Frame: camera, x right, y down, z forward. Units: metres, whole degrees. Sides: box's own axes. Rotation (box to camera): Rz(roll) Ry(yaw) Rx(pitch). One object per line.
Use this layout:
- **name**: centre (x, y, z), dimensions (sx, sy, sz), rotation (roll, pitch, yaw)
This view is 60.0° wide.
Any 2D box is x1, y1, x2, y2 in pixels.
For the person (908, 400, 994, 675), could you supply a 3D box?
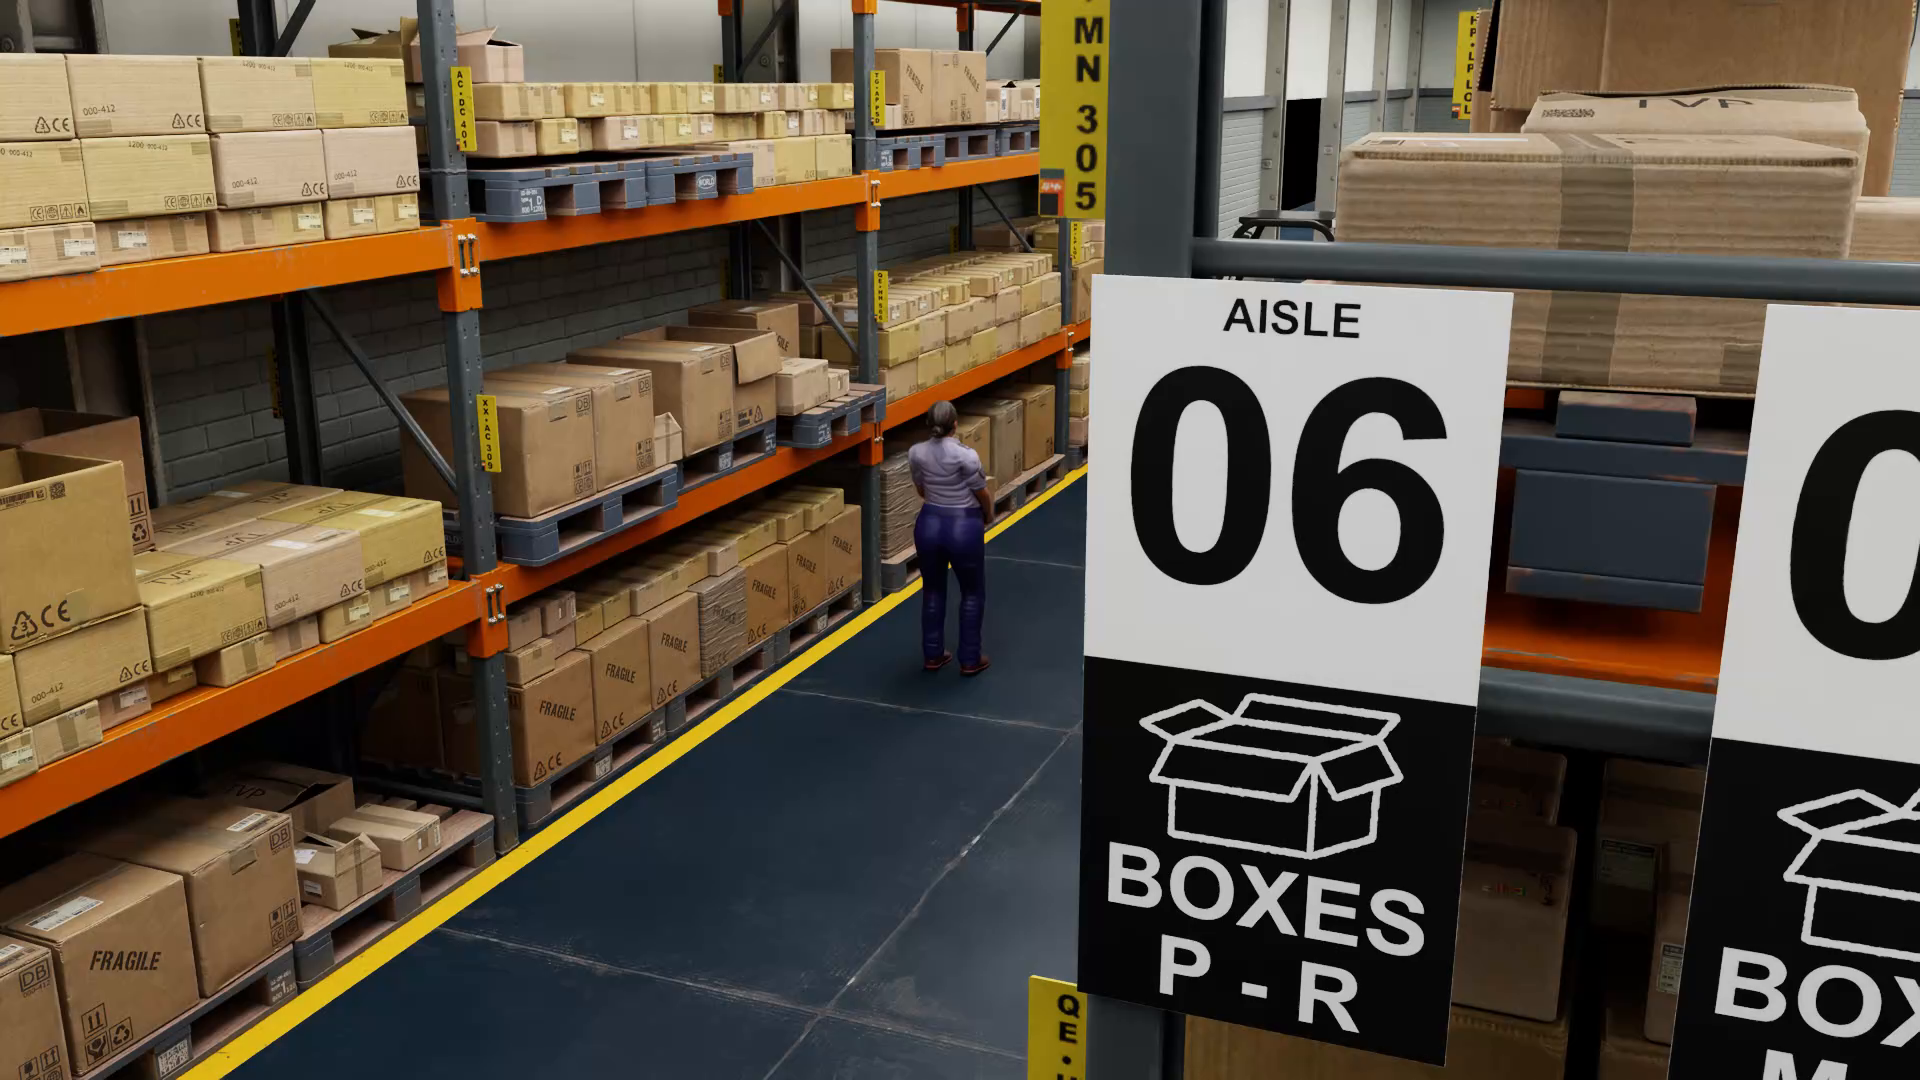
- **person**: centre (-0.034, -0.033, 9.695), dimensions (0.452, 1.636, 0.524), rotation (6, 17, 22)
